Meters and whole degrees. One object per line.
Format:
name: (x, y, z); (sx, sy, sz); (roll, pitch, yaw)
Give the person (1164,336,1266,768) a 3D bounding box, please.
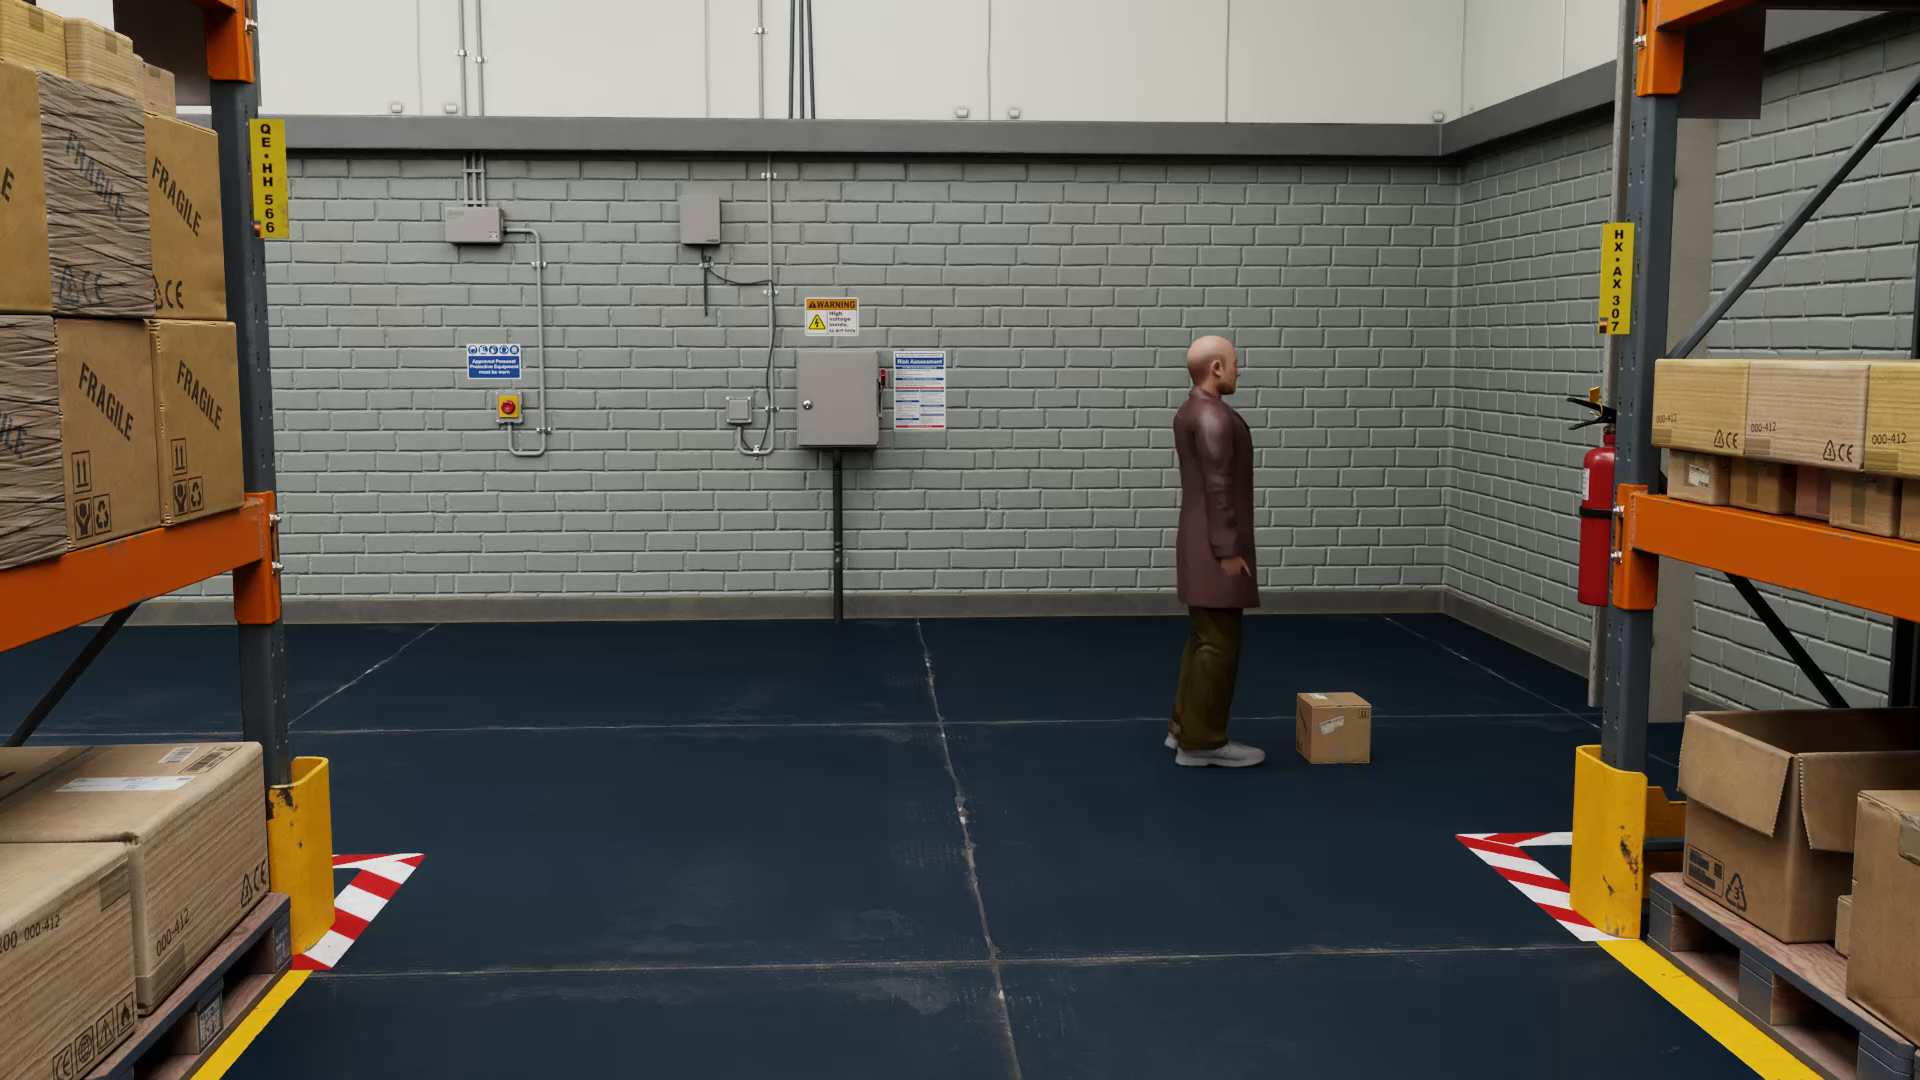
person: (1.073, 0.056, 6.945); (0.381, 1.807, 0.571); (0, 7, -3)
